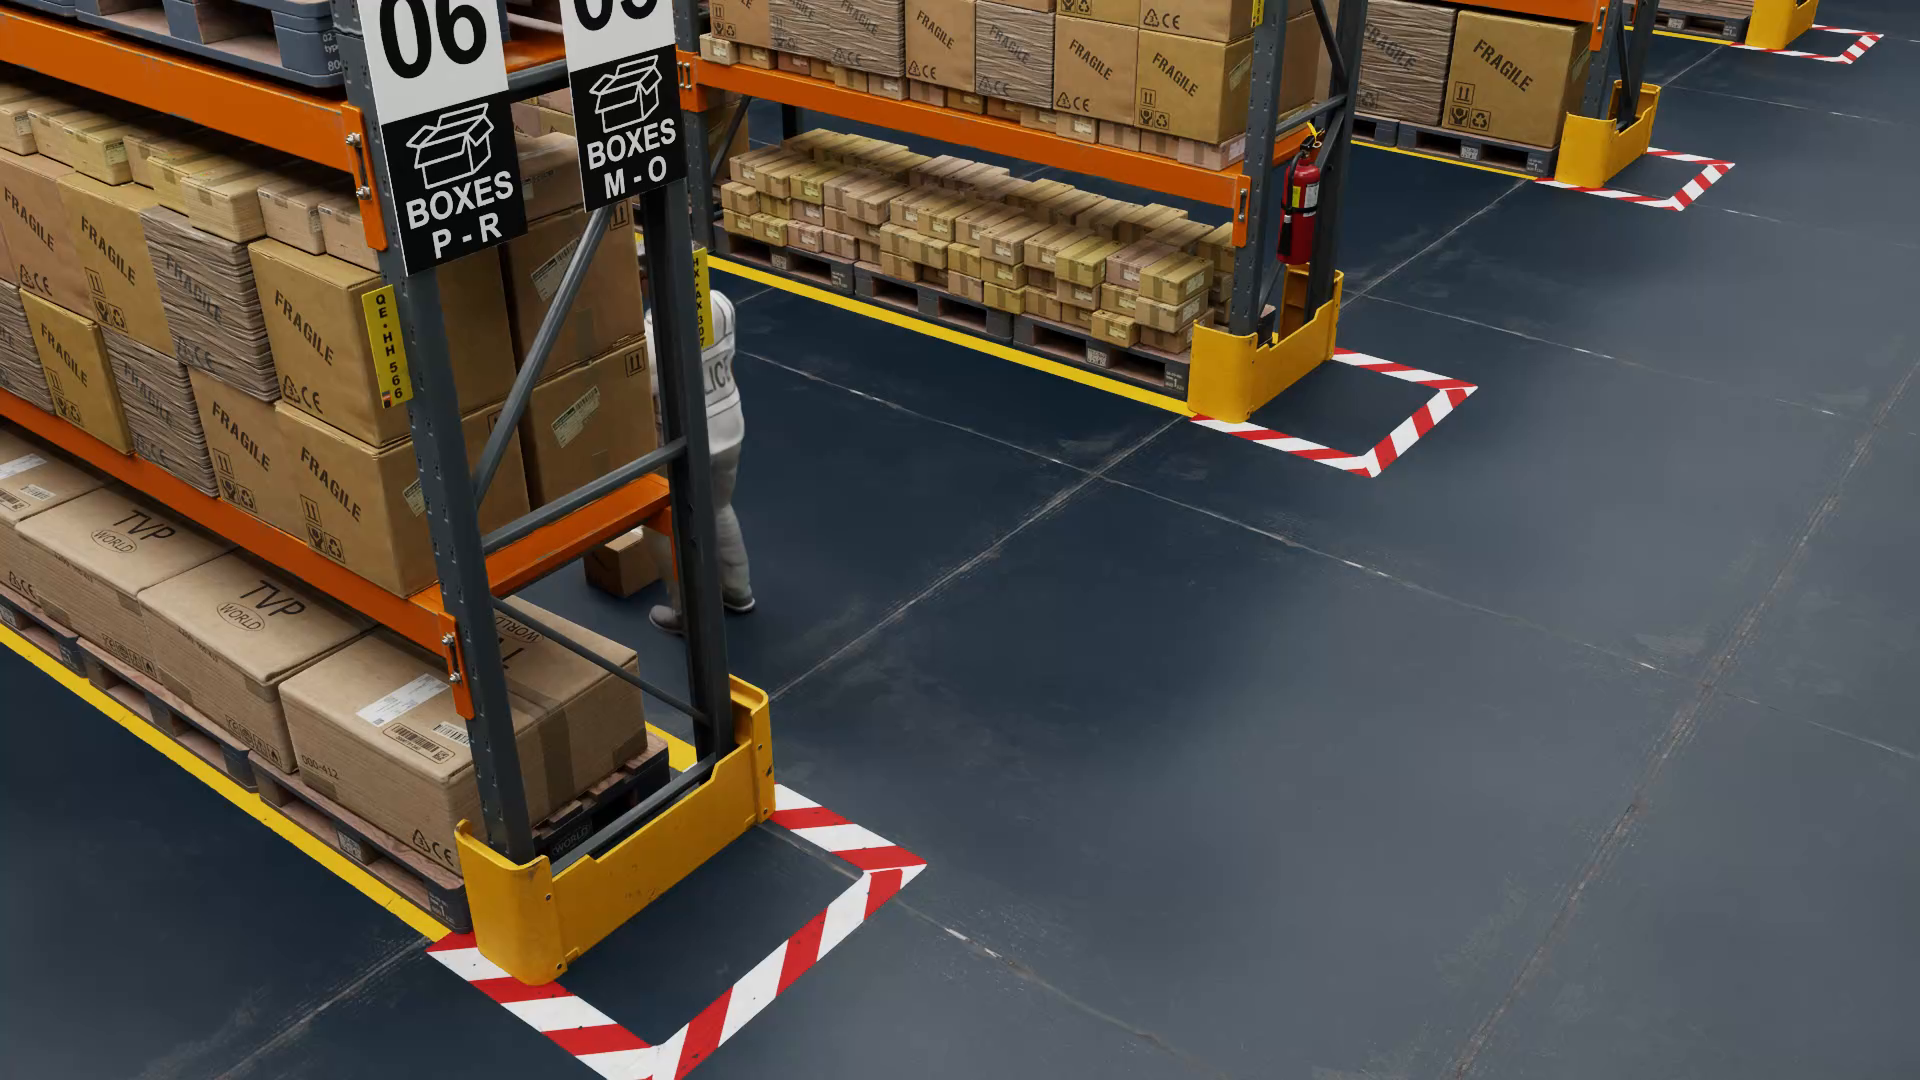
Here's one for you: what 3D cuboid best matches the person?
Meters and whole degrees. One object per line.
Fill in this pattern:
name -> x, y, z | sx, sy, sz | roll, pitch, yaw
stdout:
person -> -1.130, -0.396, 6.825 | 0.408, 1.729, 0.541 | 22, 37, 32
